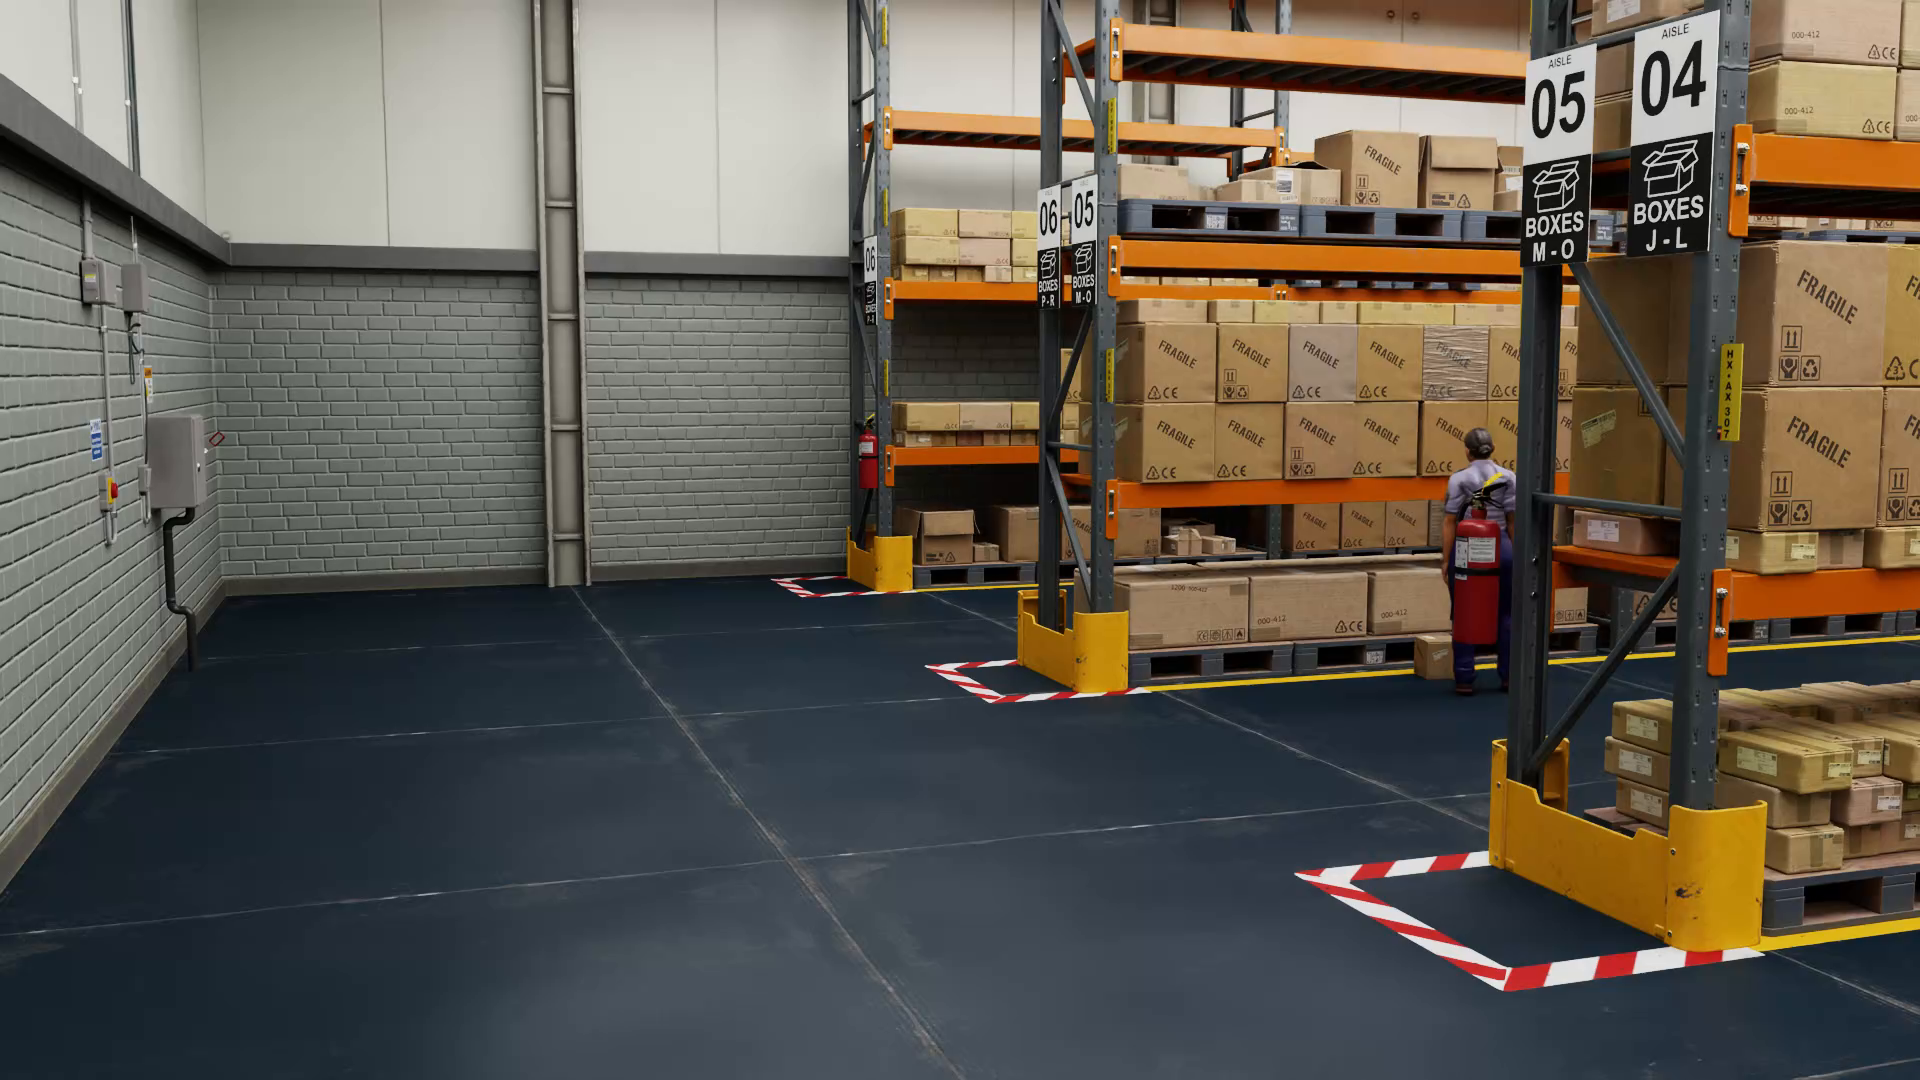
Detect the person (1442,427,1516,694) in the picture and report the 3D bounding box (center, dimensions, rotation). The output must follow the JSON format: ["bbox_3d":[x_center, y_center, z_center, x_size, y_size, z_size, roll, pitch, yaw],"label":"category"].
[{"bbox_3d":[3.268,0.129,10.366,0.568,1.665,0.467,0,6,5],"label":"person"}]
